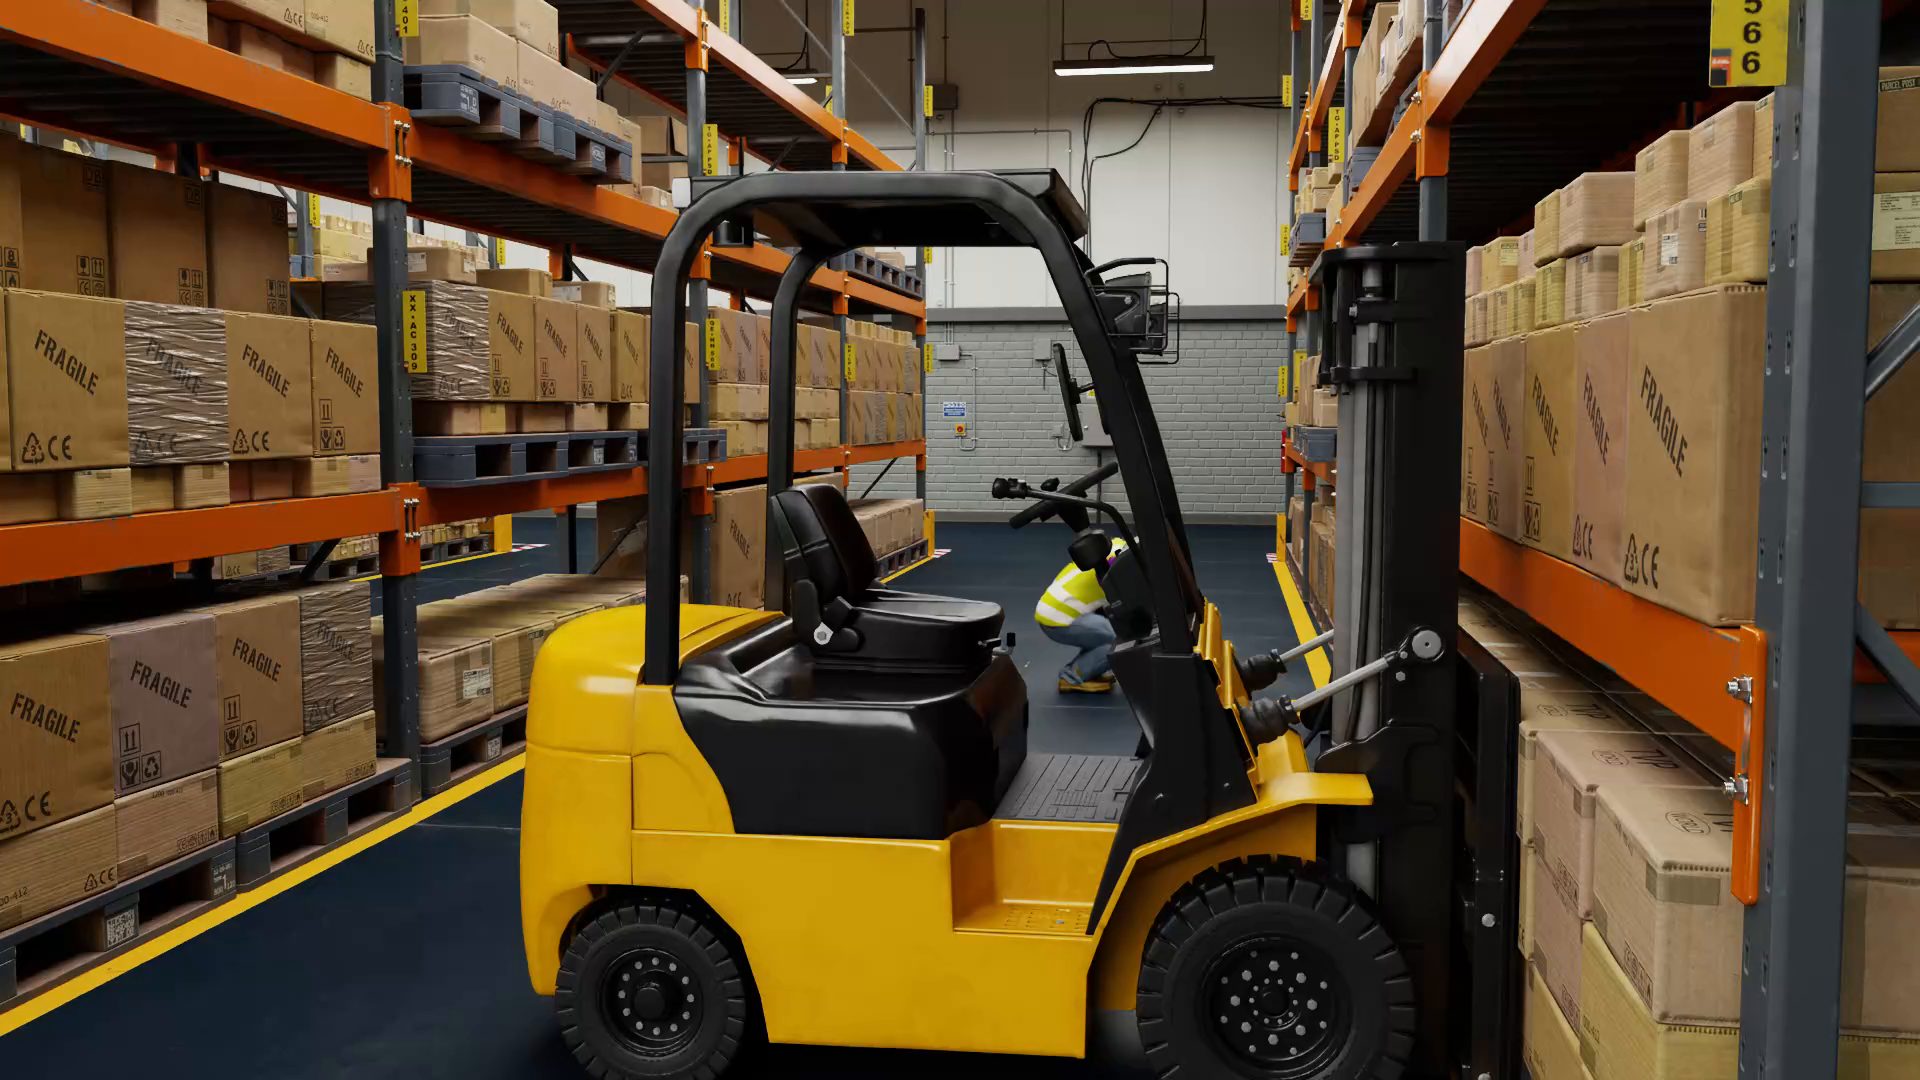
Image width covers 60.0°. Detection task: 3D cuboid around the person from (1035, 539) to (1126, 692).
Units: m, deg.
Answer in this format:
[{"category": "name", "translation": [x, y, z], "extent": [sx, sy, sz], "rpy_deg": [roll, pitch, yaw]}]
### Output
[{"category": "person", "translation": [0.886, 0.372, 9.684], "extent": [0.893, 1.005, 0.565], "rpy_deg": [1, 4, 8]}]
